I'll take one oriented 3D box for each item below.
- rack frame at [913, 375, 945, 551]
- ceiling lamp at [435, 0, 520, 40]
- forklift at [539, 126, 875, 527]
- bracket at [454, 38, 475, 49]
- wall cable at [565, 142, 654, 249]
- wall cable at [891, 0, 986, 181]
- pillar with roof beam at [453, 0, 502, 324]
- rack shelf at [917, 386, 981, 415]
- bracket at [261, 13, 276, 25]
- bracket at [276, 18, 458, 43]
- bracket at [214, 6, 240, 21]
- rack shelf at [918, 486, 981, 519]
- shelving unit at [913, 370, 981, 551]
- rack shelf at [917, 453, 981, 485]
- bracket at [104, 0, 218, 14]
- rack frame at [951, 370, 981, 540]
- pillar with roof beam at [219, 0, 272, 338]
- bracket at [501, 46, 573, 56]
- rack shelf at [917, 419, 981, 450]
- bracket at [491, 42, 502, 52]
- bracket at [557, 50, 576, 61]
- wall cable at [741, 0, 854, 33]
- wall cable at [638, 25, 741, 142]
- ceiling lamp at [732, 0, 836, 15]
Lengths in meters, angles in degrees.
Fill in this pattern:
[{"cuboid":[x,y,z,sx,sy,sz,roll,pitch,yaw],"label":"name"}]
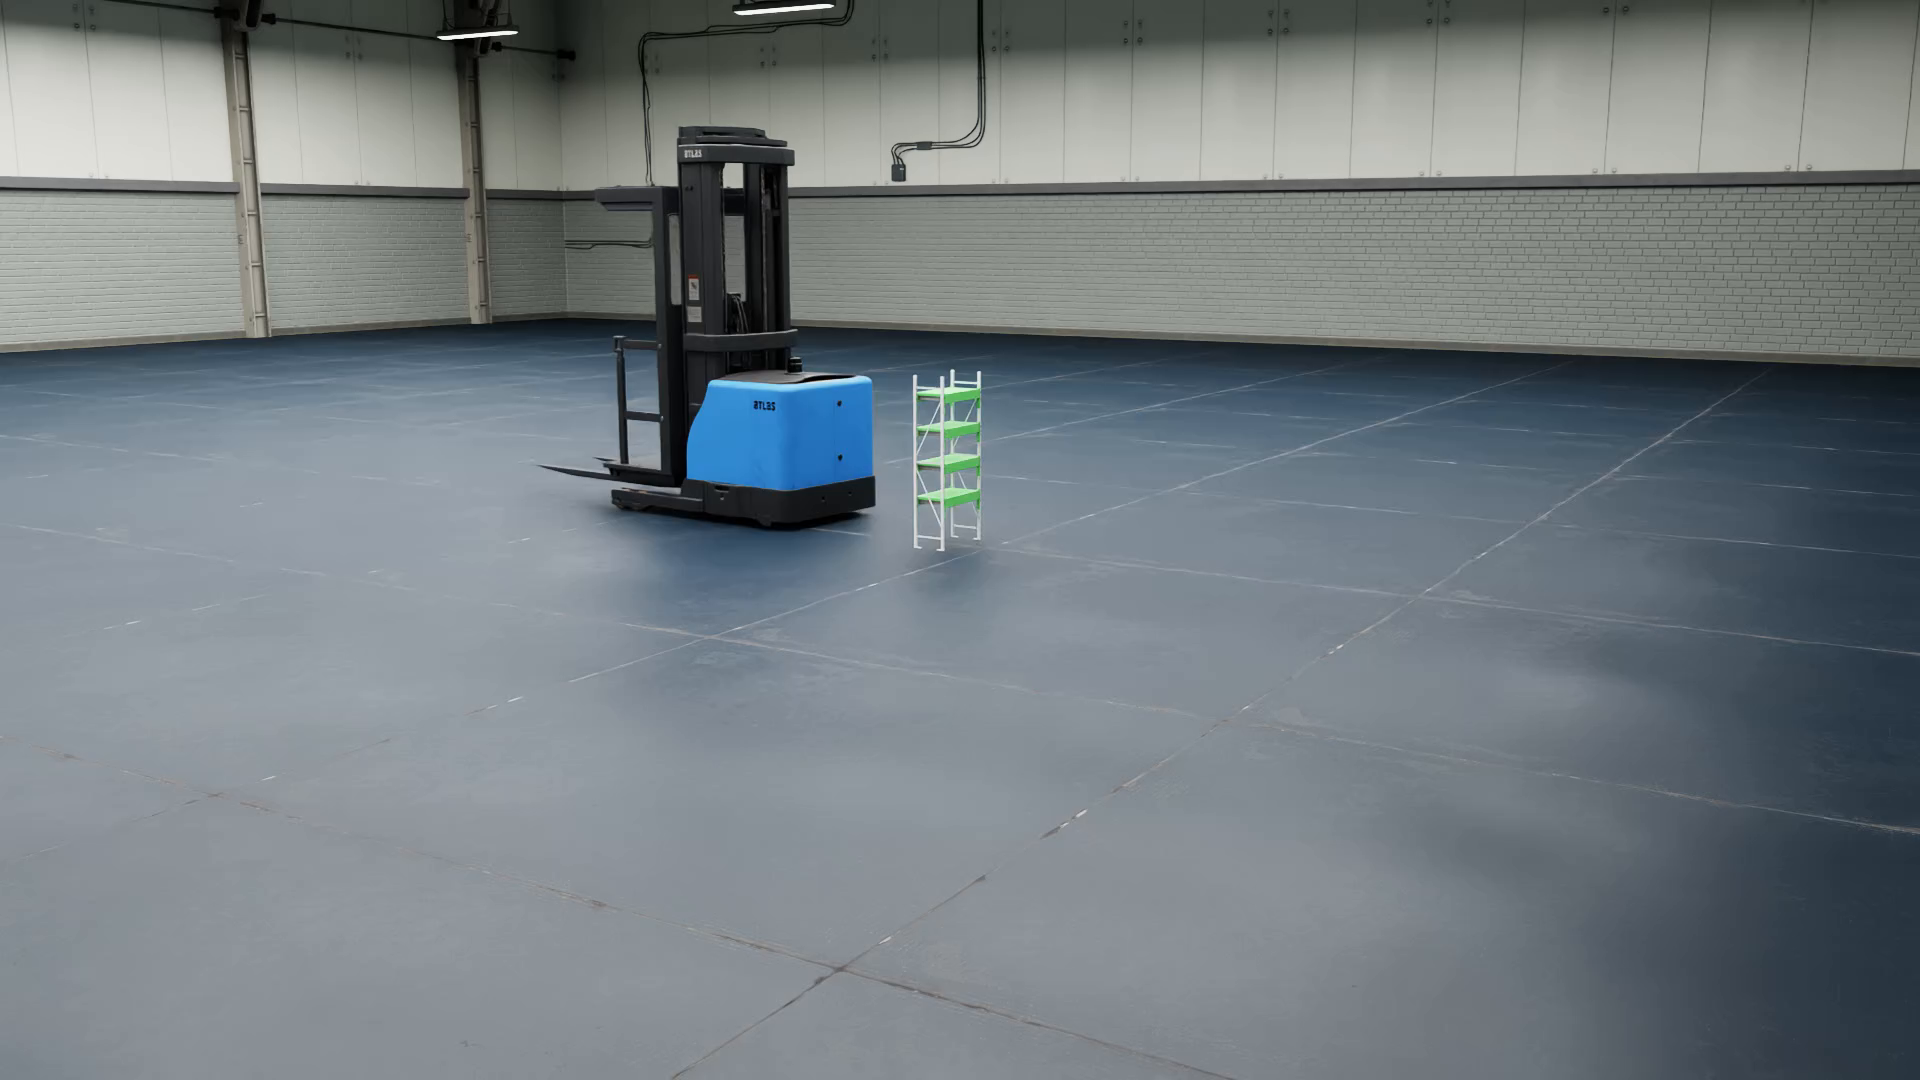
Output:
[{"cuboid":[-0.213,-0.525,11.414,0.240,1.200,0.015,6,12,31],"label":"rack frame"},{"cuboid":[-9.193,-11.326,32.049,2.000,3.185,0.800,6,12,31],"label":"ceiling lamp"},{"cuboid":[-2.138,-1.730,13.147,3.031,2.935,1.130,8,13,36],"label":"forklift"},{"cuboid":[-11.159,-11.188,37.395,0.235,0.232,0.430,6,12,31],"label":"bracket"},{"cuboid":[-8.587,-8.329,40.342,3.097,2.526,0.112,6,12,31],"label":"wall cable"},{"cuboid":[-0.481,-10.617,34.885,2.305,6.003,0.169,6,12,31],"label":"wall cable"},{"cuboid":[-7.567,-9.107,36.059,9.100,9.000,0.548,6,12,31],"label":"pillar with roof beam"},{"cuboid":[-0.086,-0.973,11.543,0.258,0.148,0.480,6,12,31],"label":"rack shelf"},{"cuboid":[-13.843,-10.375,33.052,0.235,0.232,0.430,6,12,31],"label":"bracket"},{"cuboid":[-12.496,-10.783,35.231,0.076,0.066,4.783,6,12,31],"label":"bracket"},{"cuboid":[-14.274,-10.245,32.355,0.235,0.232,0.430,6,12,31],"label":"bracket"},{"cuboid":[-0.086,-0.265,11.675,0.258,0.148,0.480,6,12,31],"label":"rack shelf"},{"cuboid":[-0.086,-0.564,11.619,0.258,1.200,0.503,6,12,31],"label":"shelving unit"},{"cuboid":[-0.086,-0.501,11.631,0.258,0.148,0.480,6,12,31],"label":"rack shelf"},{"cuboid":[-15.611,-9.839,30.190,0.076,0.066,4.783,6,12,31],"label":"bracket"},{"cuboid":[0.041,-0.602,11.824,0.240,1.200,0.015,6,12,31],"label":"rack frame"},{"cuboid":[-10.682,-8.163,31.019,9.100,9.000,0.548,6,12,31],"label":"pillar with roof beam"},{"cuboid":[-9.804,-11.599,39.587,0.076,0.066,3.189,6,12,31],"label":"bracket"},{"cuboid":[-0.086,-0.737,11.587,0.258,0.148,0.480,6,12,31],"label":"rack shelf"},{"cuboid":[-10.728,-11.319,38.092,0.235,0.232,0.430,6,12,31],"label":"bracket"},{"cuboid":[-9.497,-11.692,40.083,0.235,0.232,0.430,6,12,31],"label":"bracket"},{"cuboid":[-3.630,-12.493,36.499,3.097,2.526,0.112,6,12,31],"label":"wall cable"},{"cuboid":[-6.275,-10.553,38.497,3.097,2.526,0.112,6,12,31],"label":"wall cable"},{"cuboid":[-2.877,-10.620,28.278,2.000,3.185,0.800,6,12,31],"label":"ceiling lamp"}]
